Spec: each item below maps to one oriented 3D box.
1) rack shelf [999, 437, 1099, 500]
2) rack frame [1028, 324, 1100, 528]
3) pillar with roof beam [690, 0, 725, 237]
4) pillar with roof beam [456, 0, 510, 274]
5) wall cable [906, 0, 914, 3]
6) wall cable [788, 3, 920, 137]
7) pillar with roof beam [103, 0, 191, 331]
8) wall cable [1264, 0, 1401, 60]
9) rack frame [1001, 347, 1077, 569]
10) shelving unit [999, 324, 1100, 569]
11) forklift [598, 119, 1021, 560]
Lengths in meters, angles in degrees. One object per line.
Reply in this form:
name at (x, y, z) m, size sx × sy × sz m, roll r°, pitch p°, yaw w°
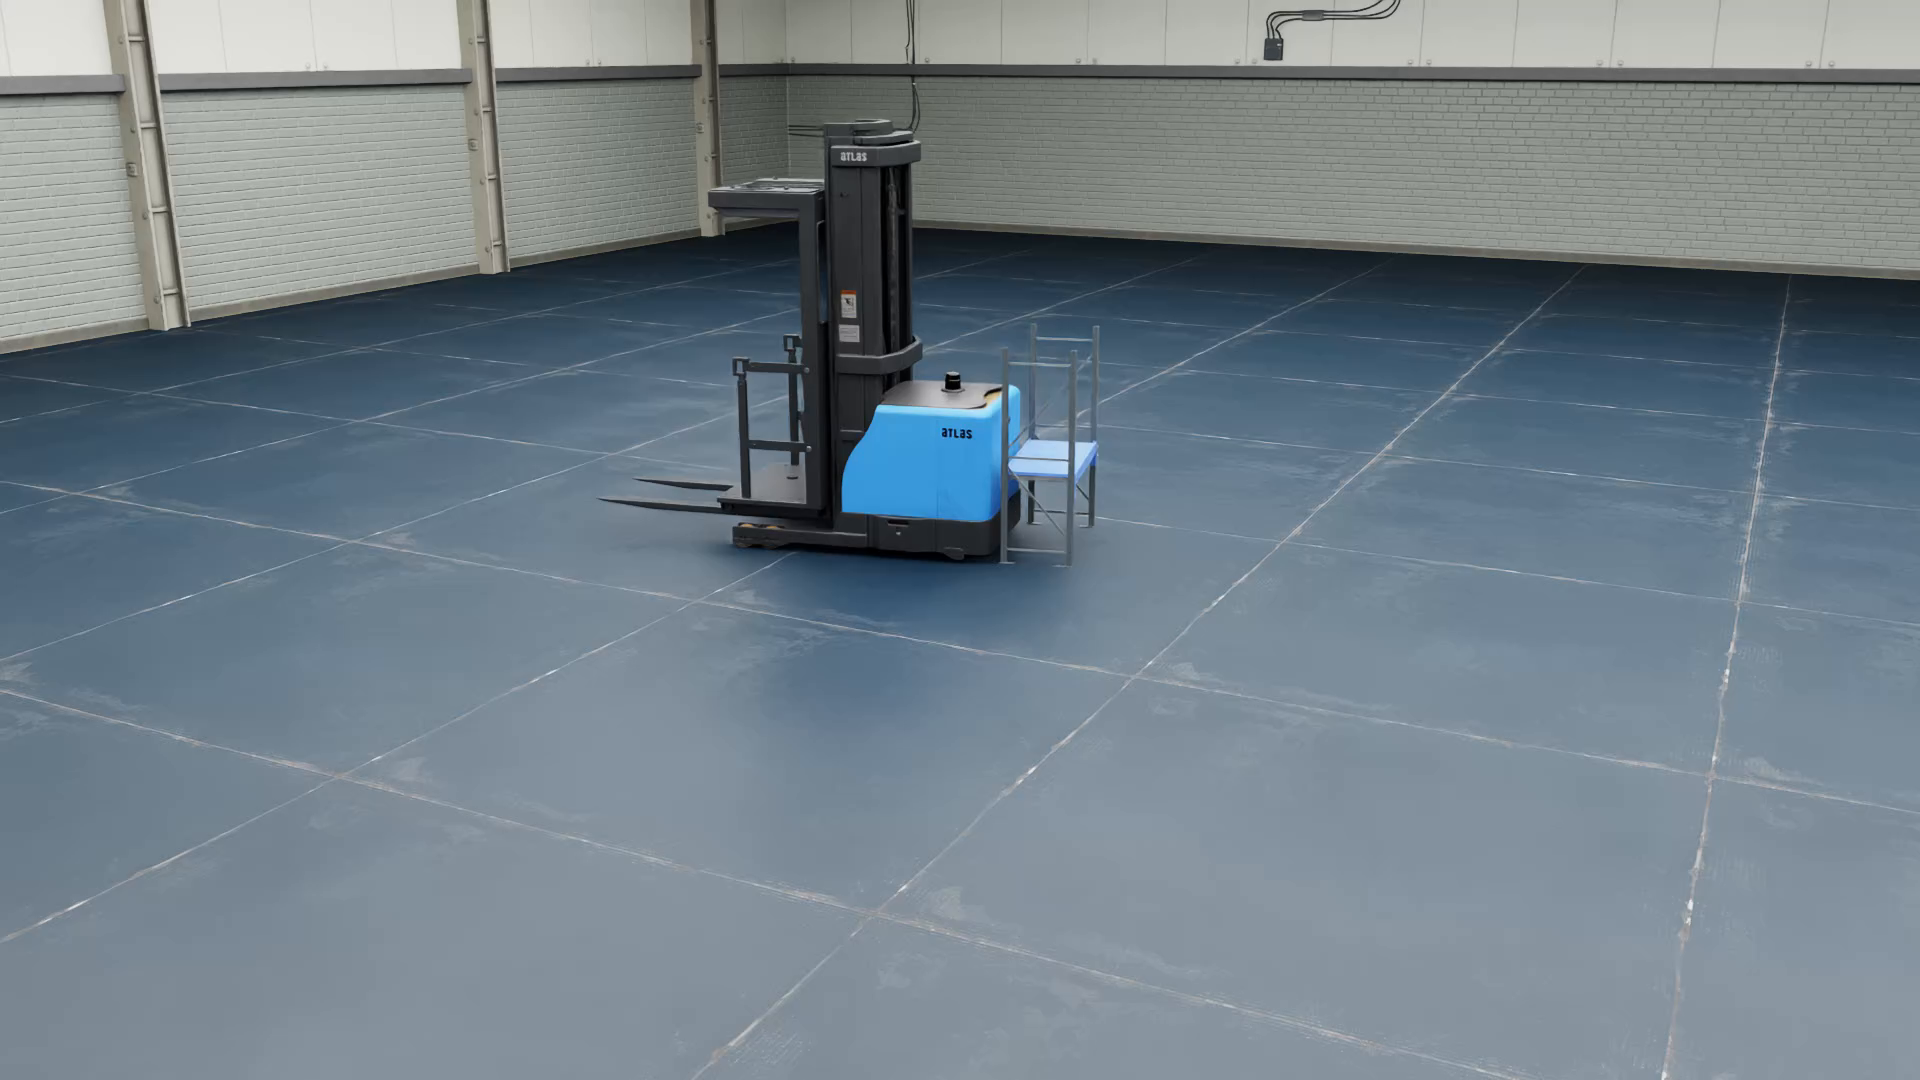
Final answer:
rack shelf at (0.640, -0.512, 11.746) m, size 0.538 × 0.185 × 1.000 m, roll 4°, pitch 17°, yaw 12°
rack frame at (0.753, -0.826, 12.170) m, size 0.500 × 1.500 × 0.032 m, roll 4°, pitch 17°, yaw 12°
pillar with roof beam at (-0.820, -9.522, 28.280) m, size 9.100 × 9.000 × 0.400 m, roll 8°, pitch 18°, yaw 25°
pillar with roof beam at (-3.501, -7.994, 23.134) m, size 9.100 × 9.000 × 0.400 m, roll 8°, pitch 18°, yaw 25°
wall cable at (0.248, -11.241, 30.648) m, size 3.097 × 2.526 × 0.112 m, roll 8°, pitch 18°, yaw 25°
wall cable at (-2.172, -9.164, 32.526) m, size 3.097 × 2.526 × 0.112 m, roll 8°, pitch 18°, yaw 25°
pillar with roof beam at (-6.182, -6.466, 17.989) m, size 9.100 × 9.000 × 0.400 m, roll 8°, pitch 18°, yaw 25°
wall cable at (6.314, -11.071, 27.520) m, size 2.305 × 6.003 × 0.169 m, roll 8°, pitch 18°, yaw 25°
rack frame at (0.527, -0.543, 11.220) m, size 0.500 × 1.500 × 0.032 m, roll 4°, pitch 17°, yaw 12°
shelving unit at (0.640, -0.685, 11.695) m, size 0.538 × 1.500 × 1.048 m, roll 4°, pitch 17°, yaw 12°
forklift at (-1.128, -1.478, 11.851) m, size 3.031 × 2.935 × 1.130 m, roll 4°, pitch 17°, yaw 14°
